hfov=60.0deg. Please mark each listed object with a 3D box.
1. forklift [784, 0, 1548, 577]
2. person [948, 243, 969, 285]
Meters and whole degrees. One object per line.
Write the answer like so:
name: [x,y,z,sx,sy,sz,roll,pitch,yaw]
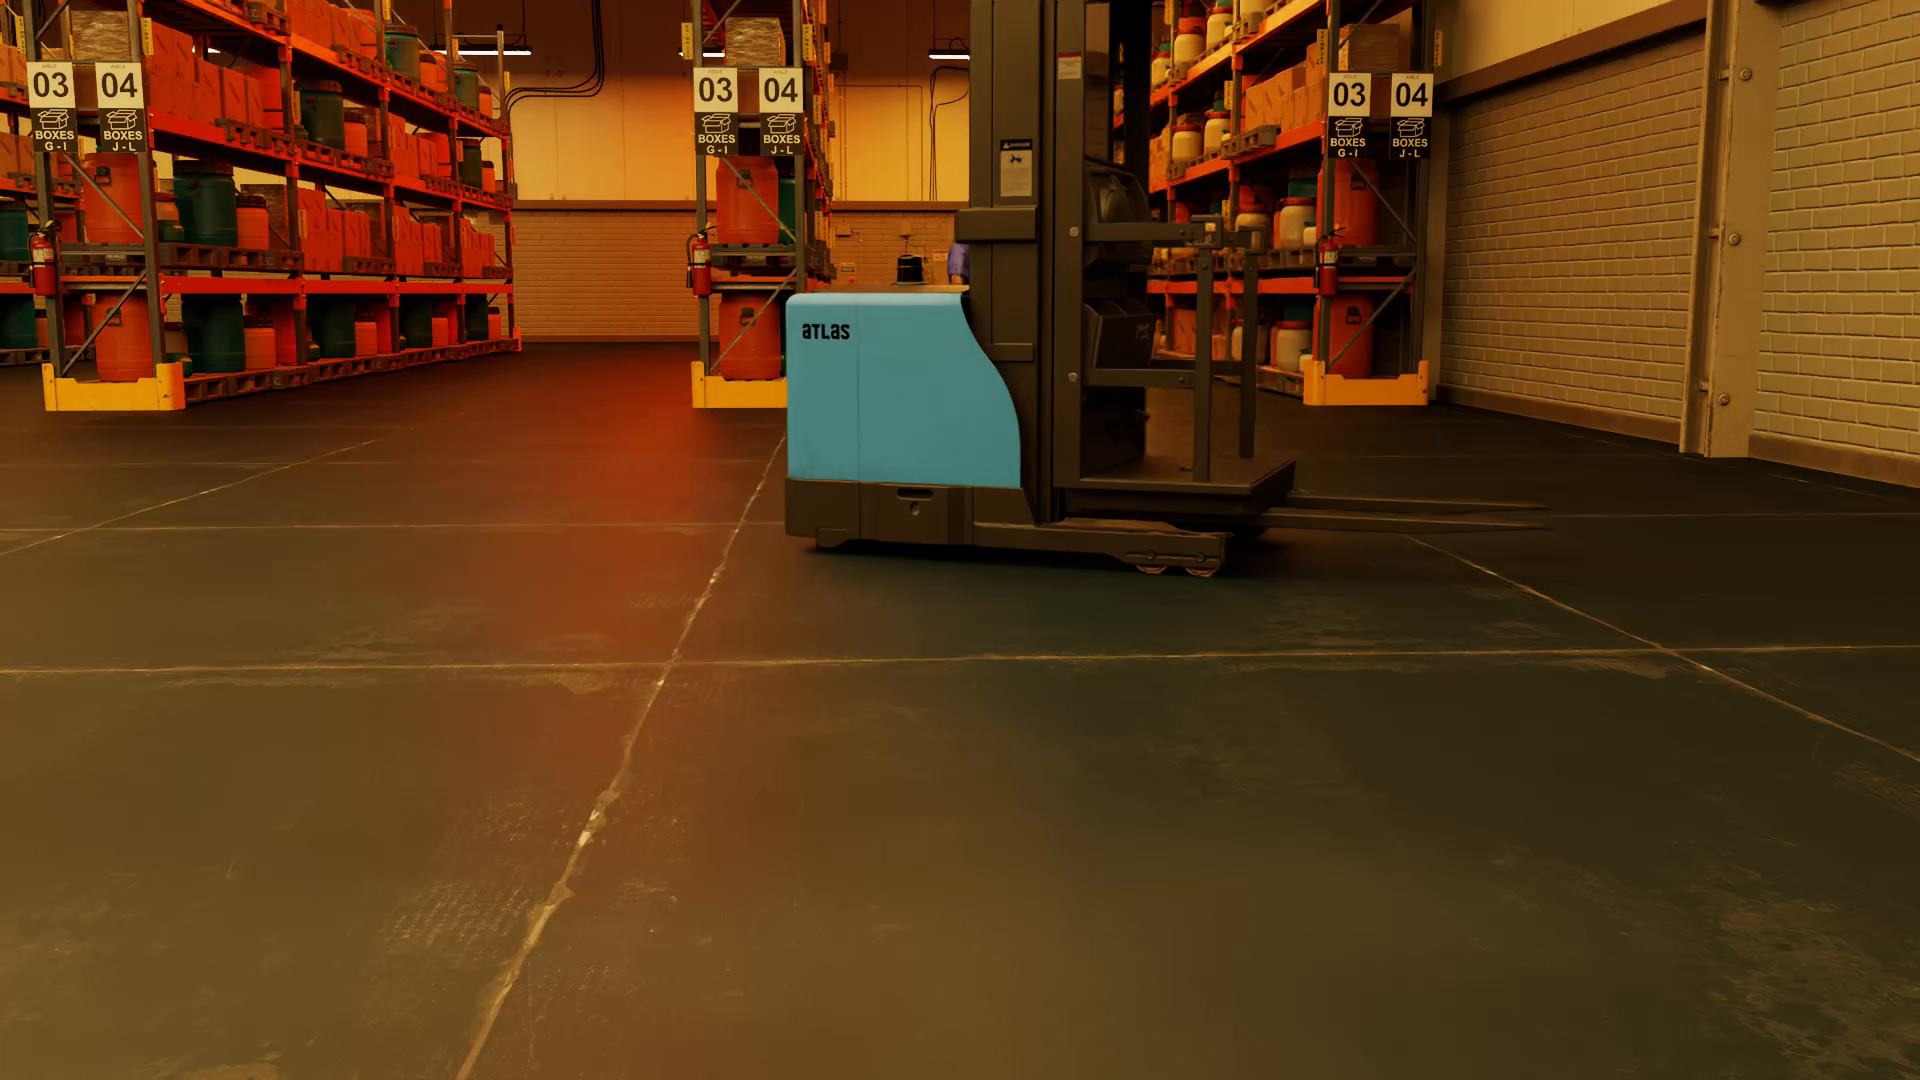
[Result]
forklift: [0.836,-1.396,6.733,3.031,2.935,1.130,3,9,19]
person: [0.130,-1.129,9.462,0.463,1.621,0.655,0,8,-1]
